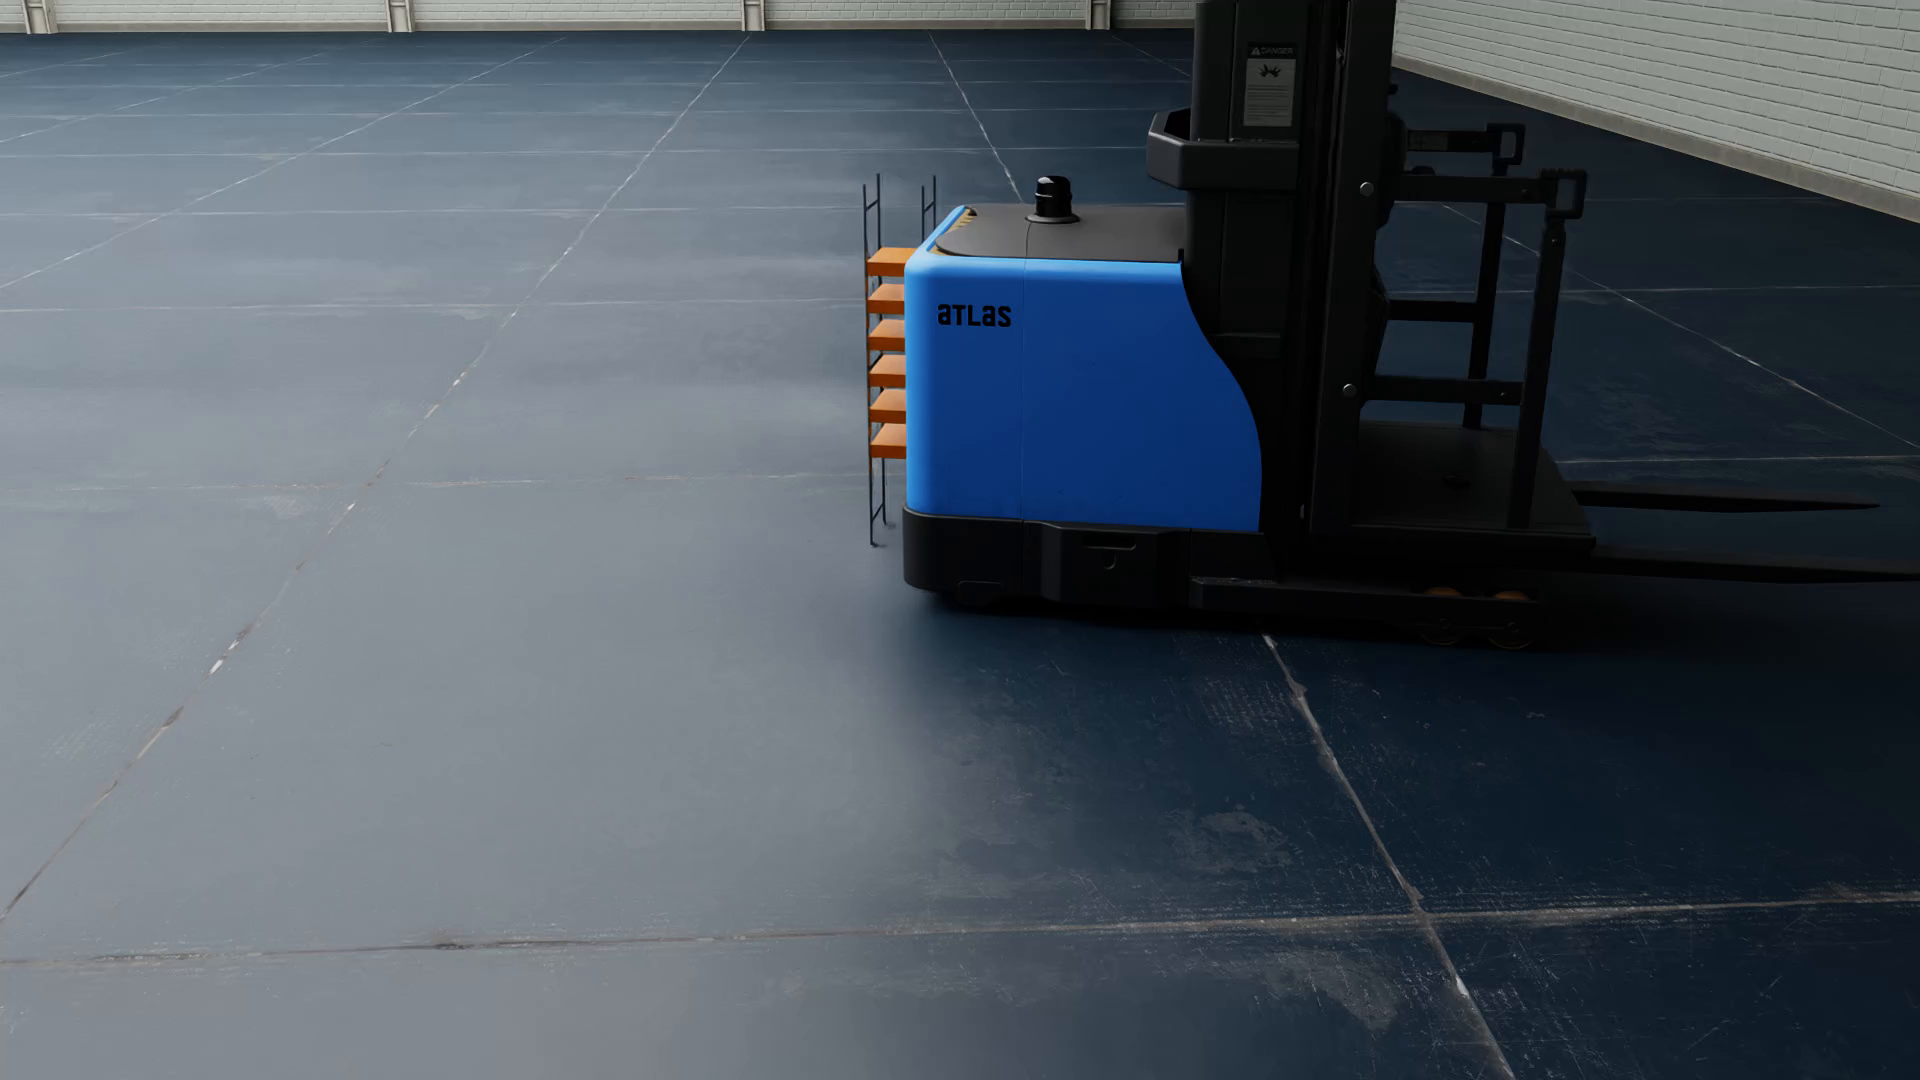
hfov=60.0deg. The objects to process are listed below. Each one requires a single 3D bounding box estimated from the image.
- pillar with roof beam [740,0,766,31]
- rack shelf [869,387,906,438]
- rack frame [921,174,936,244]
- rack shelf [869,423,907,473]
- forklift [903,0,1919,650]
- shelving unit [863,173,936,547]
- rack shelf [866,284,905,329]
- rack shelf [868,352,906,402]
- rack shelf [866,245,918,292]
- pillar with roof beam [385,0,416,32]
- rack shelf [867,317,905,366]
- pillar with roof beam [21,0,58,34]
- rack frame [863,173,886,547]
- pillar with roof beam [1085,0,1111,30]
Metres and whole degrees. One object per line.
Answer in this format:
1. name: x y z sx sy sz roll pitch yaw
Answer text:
1. pillar with roof beam: -3.331 -11.522 23.237 0.400 9.000 9.100 -1 21 -3
2. rack shelf: -0.189 -0.420 5.501 0.180 0.103 0.258 3 21 8
3. rack frame: -0.098 -0.569 5.429 0.006 1.200 0.240 3 21 8
4. rack shelf: -0.189 -0.308 5.544 0.180 0.103 0.258 3 21 8
5. forklift: 1.389 -1.257 4.804 3.031 2.935 1.130 3 21 8
6. shelving unit: -0.189 -0.574 5.442 0.189 1.200 0.258 3 21 8
7. rack shelf: -0.189 -0.757 5.373 0.180 0.103 0.258 3 21 8
8. rack shelf: -0.189 -0.533 5.458 0.180 0.103 0.258 3 21 8
9. rack shelf: -0.189 -0.869 5.330 0.180 0.103 0.258 3 21 8
10. pillar with roof beam: -9.321 -11.400 22.917 0.400 9.000 9.100 -1 21 -3
11. rack shelf: -0.189 -0.645 5.416 0.180 0.103 0.258 3 21 8
12. pillar with roof beam: -15.311 -11.278 22.597 0.400 9.000 9.100 -1 21 -3
13. rack frame: -0.279 -0.579 5.455 0.006 1.200 0.240 3 21 8
14. pillar with roof beam: 2.659 -11.644 23.557 0.400 9.000 9.100 -1 21 -3
